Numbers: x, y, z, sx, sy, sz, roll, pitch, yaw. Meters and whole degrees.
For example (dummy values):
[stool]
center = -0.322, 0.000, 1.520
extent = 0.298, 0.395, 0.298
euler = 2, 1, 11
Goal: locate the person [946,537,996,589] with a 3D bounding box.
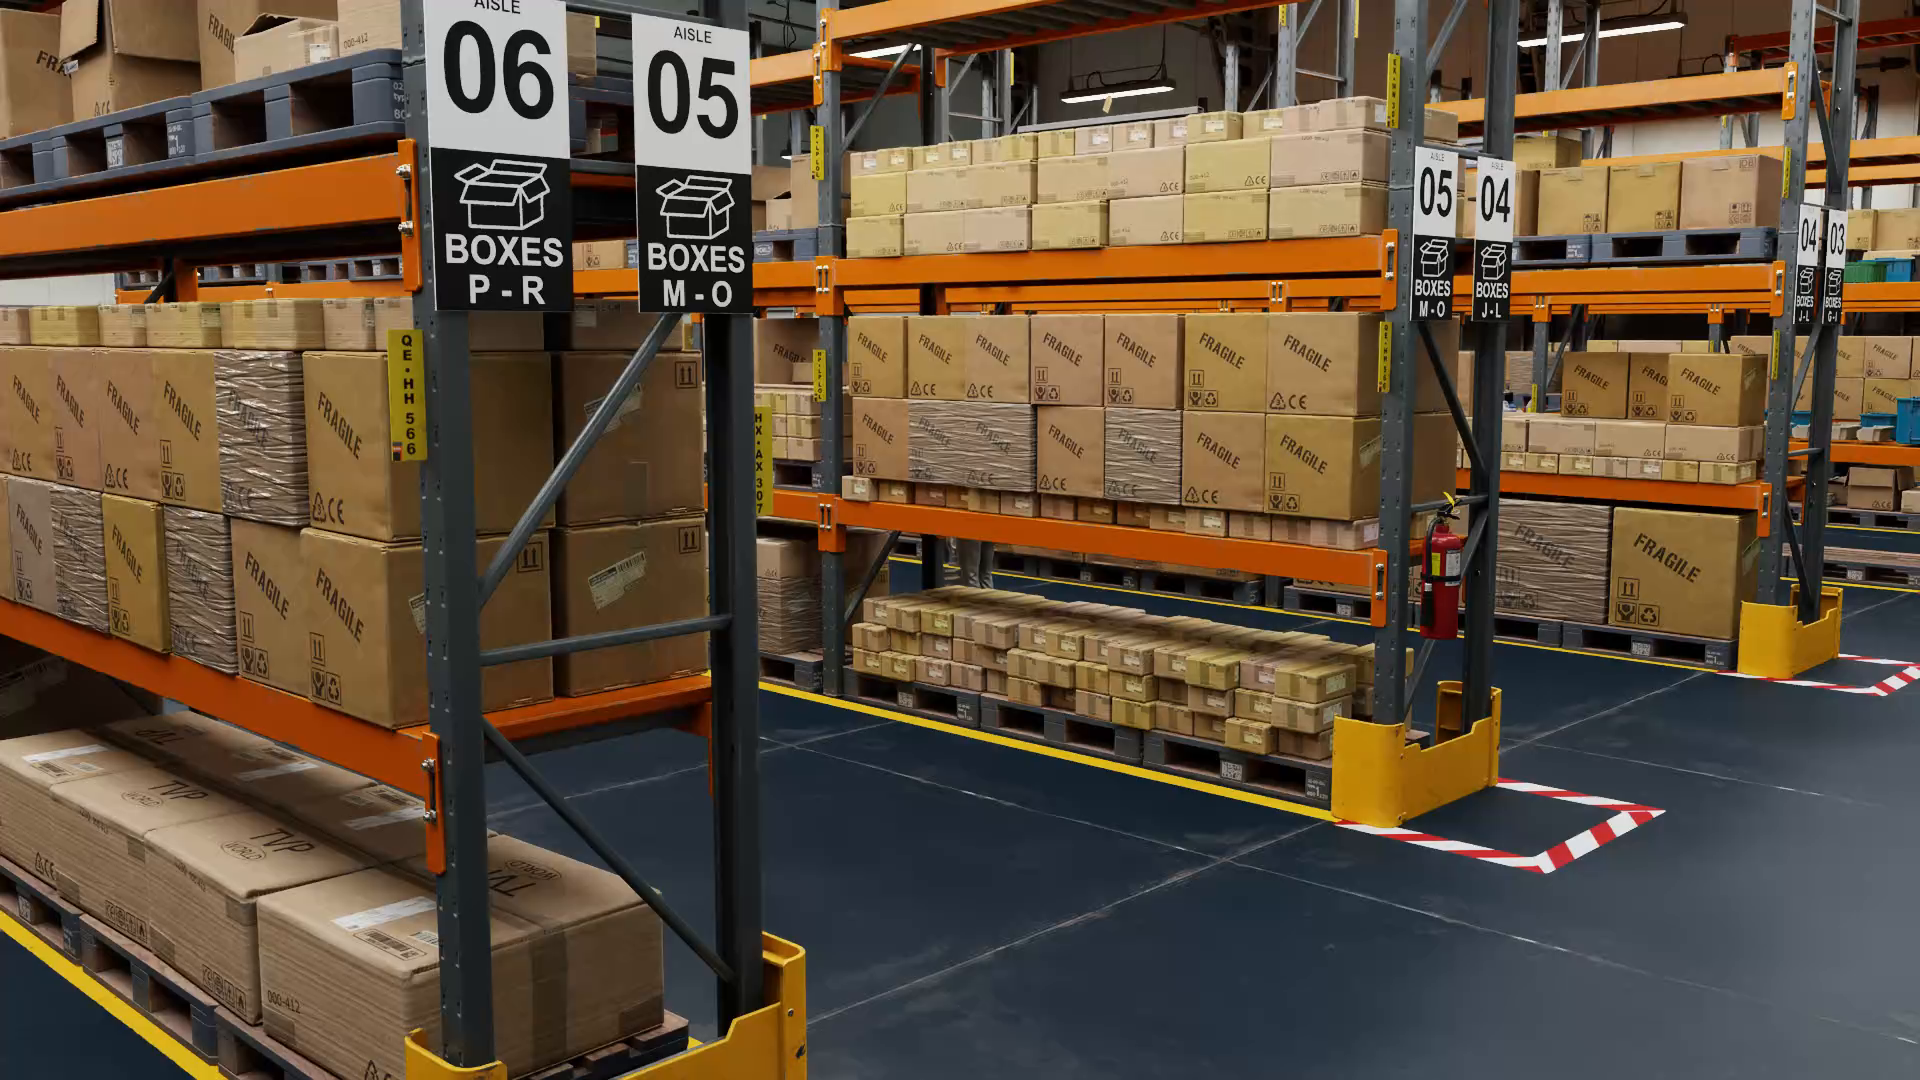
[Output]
[person]
center = 0.077, -0.080, 12.695
extent = 0.530, 1.695, 0.587
euler = 7, 10, 43
